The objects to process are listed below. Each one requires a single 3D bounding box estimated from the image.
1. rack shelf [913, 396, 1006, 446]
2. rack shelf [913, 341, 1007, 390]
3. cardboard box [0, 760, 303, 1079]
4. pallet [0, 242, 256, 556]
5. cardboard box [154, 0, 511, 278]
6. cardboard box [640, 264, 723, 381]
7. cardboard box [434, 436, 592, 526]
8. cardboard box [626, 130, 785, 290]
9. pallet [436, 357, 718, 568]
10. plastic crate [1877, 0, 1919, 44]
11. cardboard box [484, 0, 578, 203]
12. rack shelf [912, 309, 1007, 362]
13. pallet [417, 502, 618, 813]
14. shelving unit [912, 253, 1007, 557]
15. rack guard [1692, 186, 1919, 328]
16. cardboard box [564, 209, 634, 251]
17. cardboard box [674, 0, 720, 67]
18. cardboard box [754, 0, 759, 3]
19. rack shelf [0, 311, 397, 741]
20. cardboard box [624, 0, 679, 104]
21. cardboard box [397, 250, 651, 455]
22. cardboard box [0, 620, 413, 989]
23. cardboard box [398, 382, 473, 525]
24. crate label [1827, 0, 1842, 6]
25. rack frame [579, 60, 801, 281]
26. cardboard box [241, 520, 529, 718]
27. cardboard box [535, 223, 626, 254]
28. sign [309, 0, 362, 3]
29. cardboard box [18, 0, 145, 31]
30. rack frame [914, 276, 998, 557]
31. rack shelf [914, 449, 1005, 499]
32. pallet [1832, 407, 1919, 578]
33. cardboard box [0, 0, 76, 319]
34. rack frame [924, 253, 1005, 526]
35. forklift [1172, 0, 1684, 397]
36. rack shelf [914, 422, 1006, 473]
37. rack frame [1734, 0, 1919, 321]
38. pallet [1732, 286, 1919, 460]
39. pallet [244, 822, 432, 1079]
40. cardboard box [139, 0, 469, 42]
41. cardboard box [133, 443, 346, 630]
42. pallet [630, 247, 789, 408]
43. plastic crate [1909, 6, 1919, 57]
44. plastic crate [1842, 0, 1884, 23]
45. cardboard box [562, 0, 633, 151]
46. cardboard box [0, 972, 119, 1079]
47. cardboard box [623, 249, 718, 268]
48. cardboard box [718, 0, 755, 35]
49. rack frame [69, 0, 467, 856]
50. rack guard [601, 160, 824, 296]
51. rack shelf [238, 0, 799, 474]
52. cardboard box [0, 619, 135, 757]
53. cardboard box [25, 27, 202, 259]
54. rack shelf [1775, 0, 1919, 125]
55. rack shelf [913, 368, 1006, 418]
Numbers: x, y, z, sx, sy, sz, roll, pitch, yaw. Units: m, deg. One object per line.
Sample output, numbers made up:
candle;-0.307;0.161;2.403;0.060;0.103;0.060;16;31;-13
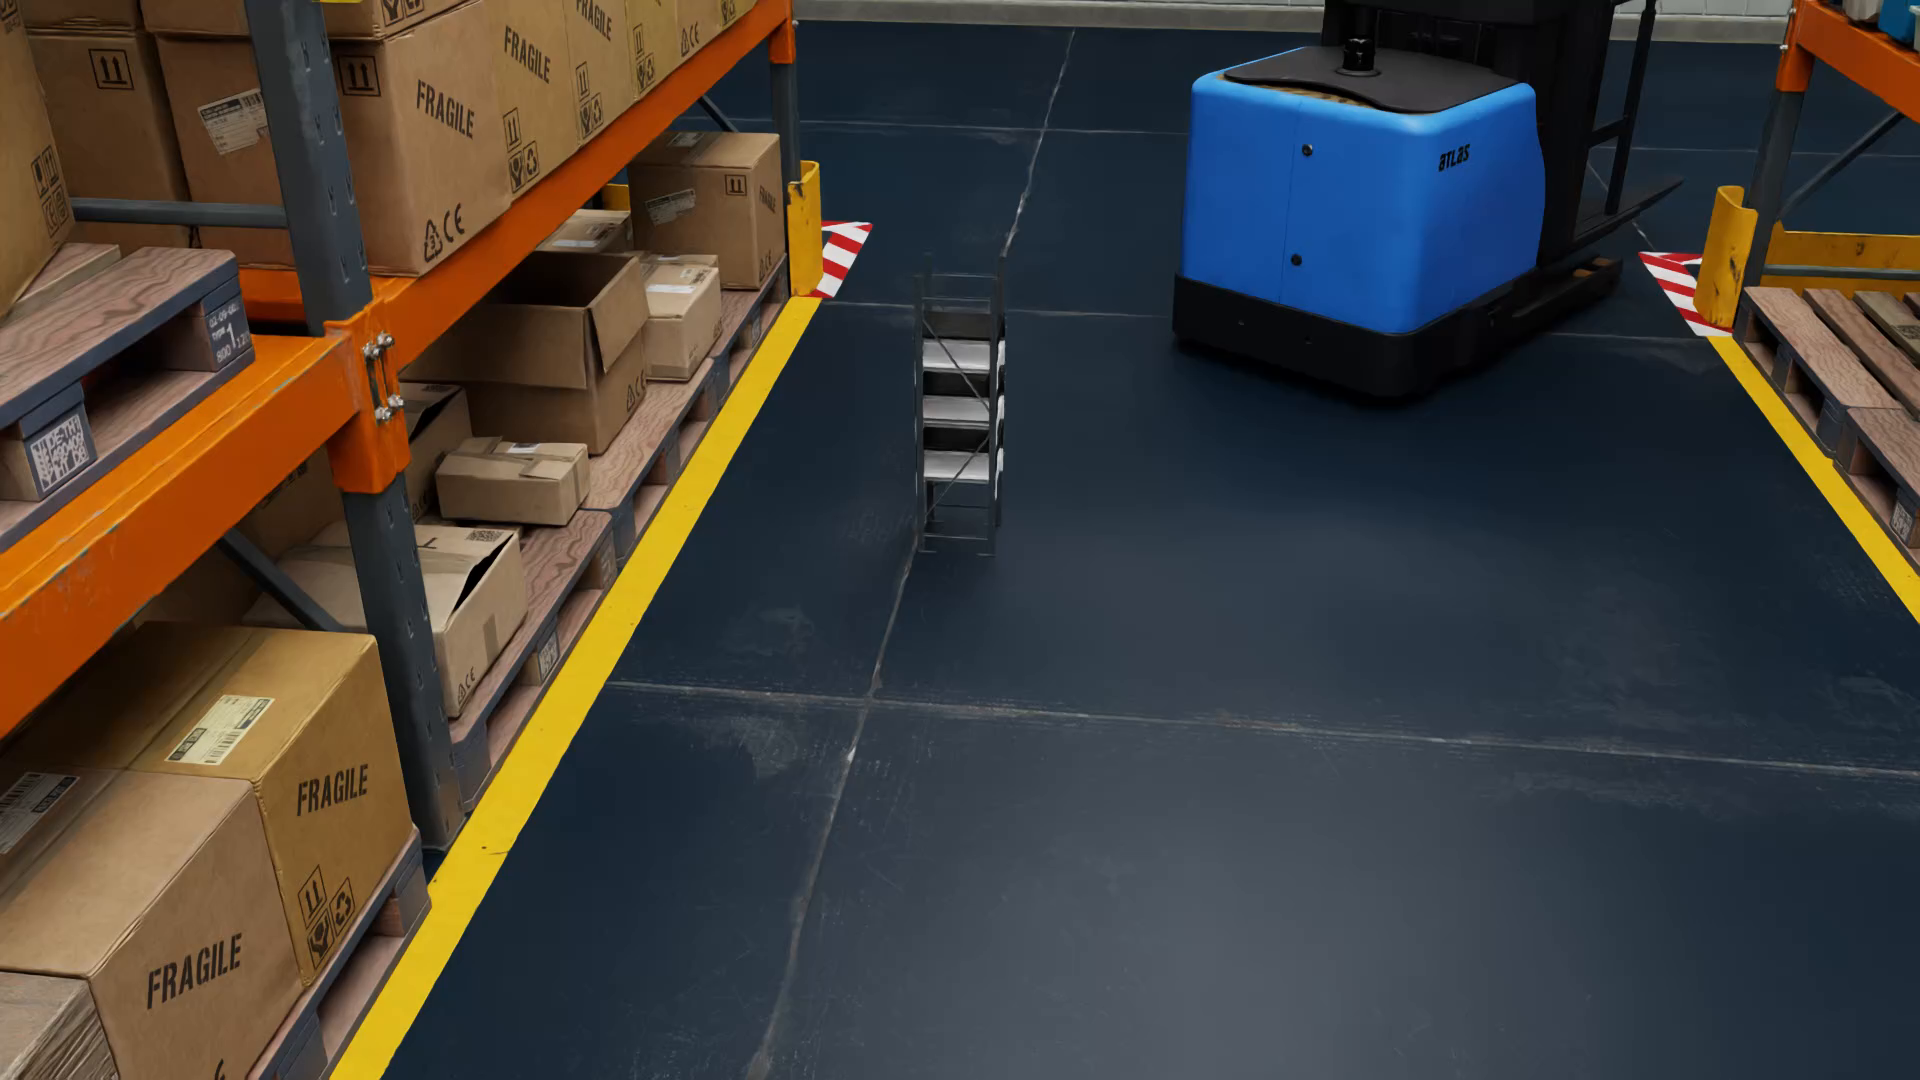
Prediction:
rack shelf;0.001;-0.371;5.059;0.258;0.077;0.200;3;28;6
rack shelf;0.001;-0.529;4.974;0.258;0.077;0.200;3;28;6
cardboard box;-1.532;0.745;2.876;0.500;0.500;0.500;3;29;6
pallet;-1.894;-0.188;2.640;1.003;0.211;1.213;3;28;6
cardboard box;-1.354;-0.911;3.673;0.500;0.500;0.500;4;29;8
cardboard box;-1.166;-0.793;5.995;0.500;0.250;0.500;3;28;6
cardboard box;-1.325;-0.182;4.948;0.380;0.166;0.250;3;28;6
cardboard box;-1.019;-1.349;6.762;0.500;0.500;0.500;3;28;6
pallet;-1.455;-0.314;5.611;1.003;0.211;1.213;3;28;6
plastic crate;3.281;-1.782;5.508;0.416;0.233;0.300;3;28;6
cardboard box;-1.295;-1.152;4.120;0.500;0.500;0.500;4;29;7
rack shelf;0.001;-0.608;4.931;0.258;0.077;0.200;3;28;6
pallet;-1.602;0.262;4.542;1.003;0.211;1.213;3;28;6
shelving unit;0.001;-0.400;5.044;0.258;0.900;0.210;3;28;6
rack guard;3.708;-1.148;6.853;1.175;0.500;0.348;3;28;6
cardboard box;-1.590;-1.287;7.018;0.380;0.149;0.250;3;28;6
cardboard box;-1.109;-1.864;5.442;0.500;0.500;0.500;4;29;7
cardboard box;-0.982;-2.343;6.331;0.500;0.500;0.500;4;29;8
rack shelf;-1.932;0.615;1.704;1.077;0.370;4.000;3;28;6
cardboard box;-1.171;-1.627;5.002;0.500;0.500;0.500;3;28;5
cardboard box;-1.462;-0.622;5.410;0.797;0.503;0.637;3;28;6
cardboard box;-1.463;0.513;3.307;0.500;0.500;0.500;3;28;6
cardboard box;-1.807;-0.290;4.998;0.500;0.311;0.500;3;28;6
crate label;3.361;-2.092;6.083;0.416;0.233;0.303;3;28;6
rack frame;-1.197;-2.526;6.775;1.000;3.000;0.127;3;28;6
cardboard box;-1.421;0.162;4.157;0.500;0.311;0.500;3;28;6
cardboard box;-1.607;-1.034;6.442;0.500;0.250;0.500;3;28;6
sign;-1.136;-1.122;2.949;0.100;0.325;0.005;3;28;6
cardboard box;-1.882;-1.380;3.489;0.500;0.500;0.500;3;29;6
rack frame;-0.011;-0.352;4.955;0.240;0.900;0.006;3;28;6
rack shelf;0.001;-0.212;5.145;0.258;0.077;0.200;3;28;6
pallet;3.427;-0.050;5.120;1.003;0.211;1.213;3;28;6
cardboard box;-1.967;-0.662;2.767;0.700;0.500;0.500;-6;29;-11
rack frame;0.013;-0.448;5.132;0.240;0.900;0.006;3;28;6
forklift;2.220;-2.423;6.657;1.130;2.935;3.031;24;36;37
rack shelf;0.001;-0.291;5.102;0.258;0.077;0.200;3;28;6
rack frame;3.718;-2.236;6.238;1.000;3.000;0.127;3;28;6
pallet;3.579;-0.622;6.183;1.003;0.211;1.213;3;28;6
pallet;-1.749;0.970;3.227;1.003;0.211;1.213;3;28;6
cardboard box;-1.350;-1.332;3.401;0.500;0.500;0.500;4;29;8
cardboard box;-1.899;-0.021;4.297;0.500;0.500;0.500;3;28;6
pallet;-1.303;-0.887;6.674;1.003;0.211;1.213;3;28;6
plastic crate;3.157;-1.584;5.242;0.250;0.136;0.298;3;28;6
plastic crate;3.240;-1.903;5.835;0.250;0.136;0.298;3;28;6
cardboard box;-1.231;-1.387;4.557;0.500;0.500;0.500;3;28;6
cardboard box;-1.594;0.981;2.438;0.500;0.500;0.500;4;29;7
cardboard box;-1.158;-1.016;6.497;0.380;0.166;0.250;3;28;6
cardboard box;-1.042;-2.099;5.877;0.500;0.500;0.500;4;29;7
rack frame;-1.687;-0.643;3.280;1.000;3.000;0.127;3;28;6
rack guard;-1.207;-1.389;7.302;1.175;0.500;0.348;3;28;6
rack shelf;-1.442;-1.267;5.199;1.077;0.370;4.000;3;28;6
cardboard box;-1.988;0.478;3.373;0.500;0.500;0.500;2;28;4
cardboard box;-1.881;-0.937;3.721;0.500;0.500;0.500;4;29;7
rack shelf;3.473;-0.978;4.661;1.077;0.370;4.000;3;28;6
rack shelf;0.001;-0.450;5.017;0.258;0.077;0.200;3;28;6
